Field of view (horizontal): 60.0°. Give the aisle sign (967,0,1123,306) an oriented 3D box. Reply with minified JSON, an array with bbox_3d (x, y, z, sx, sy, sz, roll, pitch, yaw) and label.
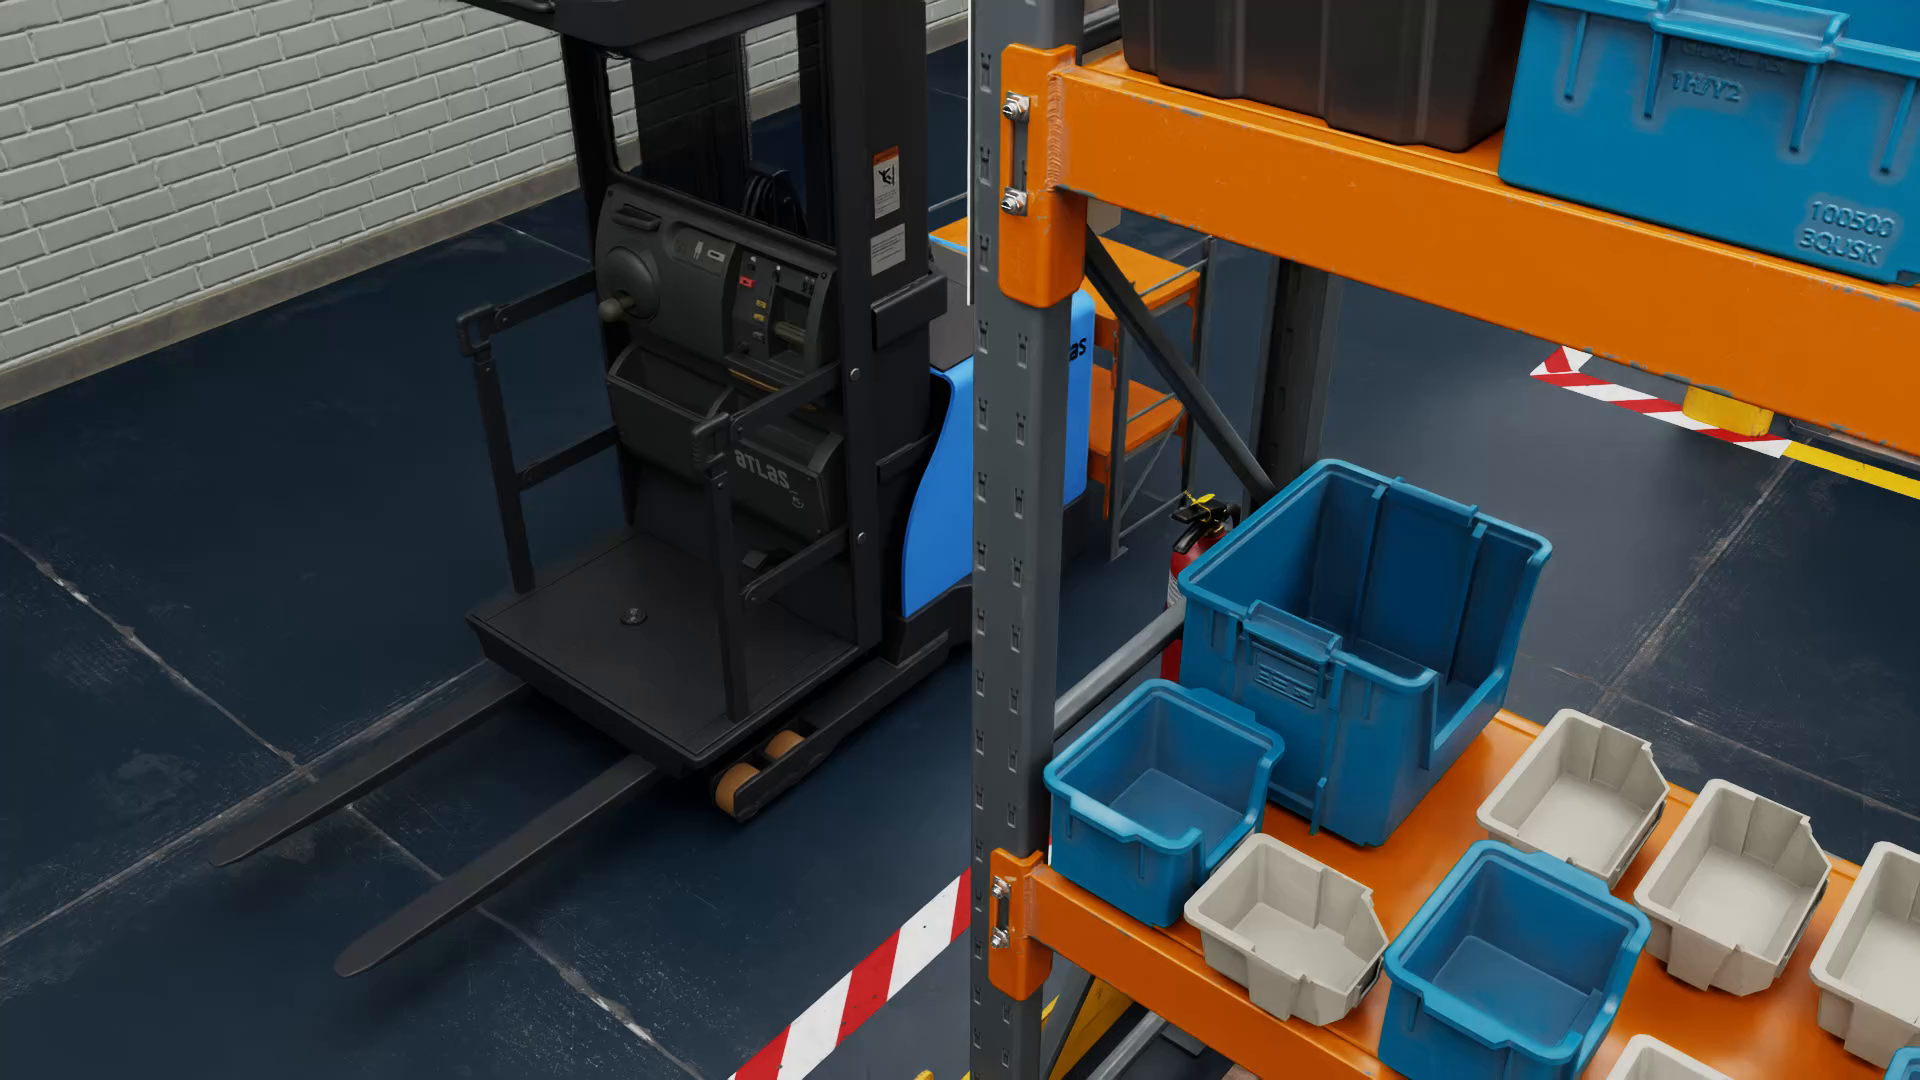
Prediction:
[{"bbox_3d":[0.139,-0.765,2.418,0.004,0.787,0.394,25,42,32],"label":"aisle sign"}]

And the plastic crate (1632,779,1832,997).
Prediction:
[{"bbox_3d":[1.340,0.615,2.885,0.243,0.136,0.396,25,42,32],"label":"plastic crate"}]

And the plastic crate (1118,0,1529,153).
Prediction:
[{"bbox_3d":[0.502,-0.719,2.113,0.590,0.269,0.497,25,42,32],"label":"plastic crate"}]

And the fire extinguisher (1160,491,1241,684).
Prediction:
[{"bbox_3d":[0.559,0.137,3.799,0.183,0.674,0.296,25,42,32],"label":"fire extinguisher"}]

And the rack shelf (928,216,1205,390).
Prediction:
[{"bbox_3d":[0.345,-0.928,6.091,1.000,0.278,0.538,28,43,34],"label":"rack shelf"}]

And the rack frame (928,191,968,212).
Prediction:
[{"bbox_3d":[-0.025,-0.885,6.545,0.032,1.125,0.500,28,43,34],"label":"rack frame"}]

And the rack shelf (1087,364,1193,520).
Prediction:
[{"bbox_3d":[0.345,-0.486,6.395,1.000,0.278,0.538,28,43,34],"label":"rack shelf"}]

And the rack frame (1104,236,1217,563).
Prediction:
[{"bbox_3d":[0.715,-0.490,5.969,0.032,1.125,0.500,28,43,34],"label":"rack frame"}]

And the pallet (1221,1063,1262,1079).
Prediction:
[{"bbox_3d":[0.993,1.668,3.634,1.213,0.211,1.003,25,42,32],"label":"pallet"}]

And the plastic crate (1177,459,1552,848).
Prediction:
[{"bbox_3d":[0.761,0.204,3.219,0.499,0.435,0.616,25,42,32],"label":"plastic crate"}]

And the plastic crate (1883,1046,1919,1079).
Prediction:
[{"bbox_3d":[1.375,0.957,2.302,0.300,0.233,0.416,25,42,32],"label":"plastic crate"}]

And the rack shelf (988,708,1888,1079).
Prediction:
[{"bbox_3d":[1.921,1.224,2.453,4.000,0.370,1.077,25,42,32],"label":"rack shelf"}]

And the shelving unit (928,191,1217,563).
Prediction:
[{"bbox_3d":[0.345,-0.687,6.257,1.048,1.125,0.538,28,43,34],"label":"shelving unit"}]

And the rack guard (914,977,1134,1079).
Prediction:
[{"bbox_3d":[0.357,1.231,4.016,0.348,0.500,1.175,25,42,32],"label":"rack guard"}]

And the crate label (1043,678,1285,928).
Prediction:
[{"bbox_3d":[0.363,0.480,2.996,0.303,0.233,0.416,25,42,32],"label":"crate label"}]

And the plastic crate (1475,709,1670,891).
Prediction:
[{"bbox_3d":[1.127,0.504,3.047,0.243,0.136,0.396,25,42,32],"label":"plastic crate"}]

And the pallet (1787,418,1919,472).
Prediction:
[{"bbox_3d":[4.218,-0.547,6.859,1.213,0.211,1.003,25,42,32],"label":"pallet"}]

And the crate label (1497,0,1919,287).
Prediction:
[{"bbox_3d":[0.886,-0.497,1.806,0.502,0.251,0.408,25,42,32],"label":"crate label"}]

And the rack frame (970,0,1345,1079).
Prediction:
[{"bbox_3d":[0.384,0.203,3.304,0.127,3.000,1.000,25,42,32],"label":"rack frame"}]

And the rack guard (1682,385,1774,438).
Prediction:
[{"bbox_3d":[3.535,-0.930,7.162,0.348,0.500,1.175,25,42,32],"label":"rack guard"}]

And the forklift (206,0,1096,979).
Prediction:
[{"bbox_3d":[-0.857,-0.688,4.663,1.130,2.935,3.031,25,42,32],"label":"forklift"}]

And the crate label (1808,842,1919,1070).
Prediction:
[{"bbox_3d":[1.570,0.705,2.753,0.243,0.136,0.396,25,42,32],"label":"crate label"}]

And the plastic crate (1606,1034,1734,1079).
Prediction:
[{"bbox_3d":[1.078,0.918,2.444,0.298,0.136,0.250,25,42,32],"label":"plastic crate"}]

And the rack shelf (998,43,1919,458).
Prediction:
[{"bbox_3d":[1.921,-0.012,1.604,4.000,0.370,1.077,25,42,32],"label":"rack shelf"}]

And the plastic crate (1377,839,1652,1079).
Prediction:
[{"bbox_3d":[0.869,0.719,2.649,0.300,0.233,0.416,25,42,32],"label":"plastic crate"}]

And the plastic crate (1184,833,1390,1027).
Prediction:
[{"bbox_3d":[0.557,0.672,2.802,0.298,0.136,0.250,25,42,32],"label":"plastic crate"}]
